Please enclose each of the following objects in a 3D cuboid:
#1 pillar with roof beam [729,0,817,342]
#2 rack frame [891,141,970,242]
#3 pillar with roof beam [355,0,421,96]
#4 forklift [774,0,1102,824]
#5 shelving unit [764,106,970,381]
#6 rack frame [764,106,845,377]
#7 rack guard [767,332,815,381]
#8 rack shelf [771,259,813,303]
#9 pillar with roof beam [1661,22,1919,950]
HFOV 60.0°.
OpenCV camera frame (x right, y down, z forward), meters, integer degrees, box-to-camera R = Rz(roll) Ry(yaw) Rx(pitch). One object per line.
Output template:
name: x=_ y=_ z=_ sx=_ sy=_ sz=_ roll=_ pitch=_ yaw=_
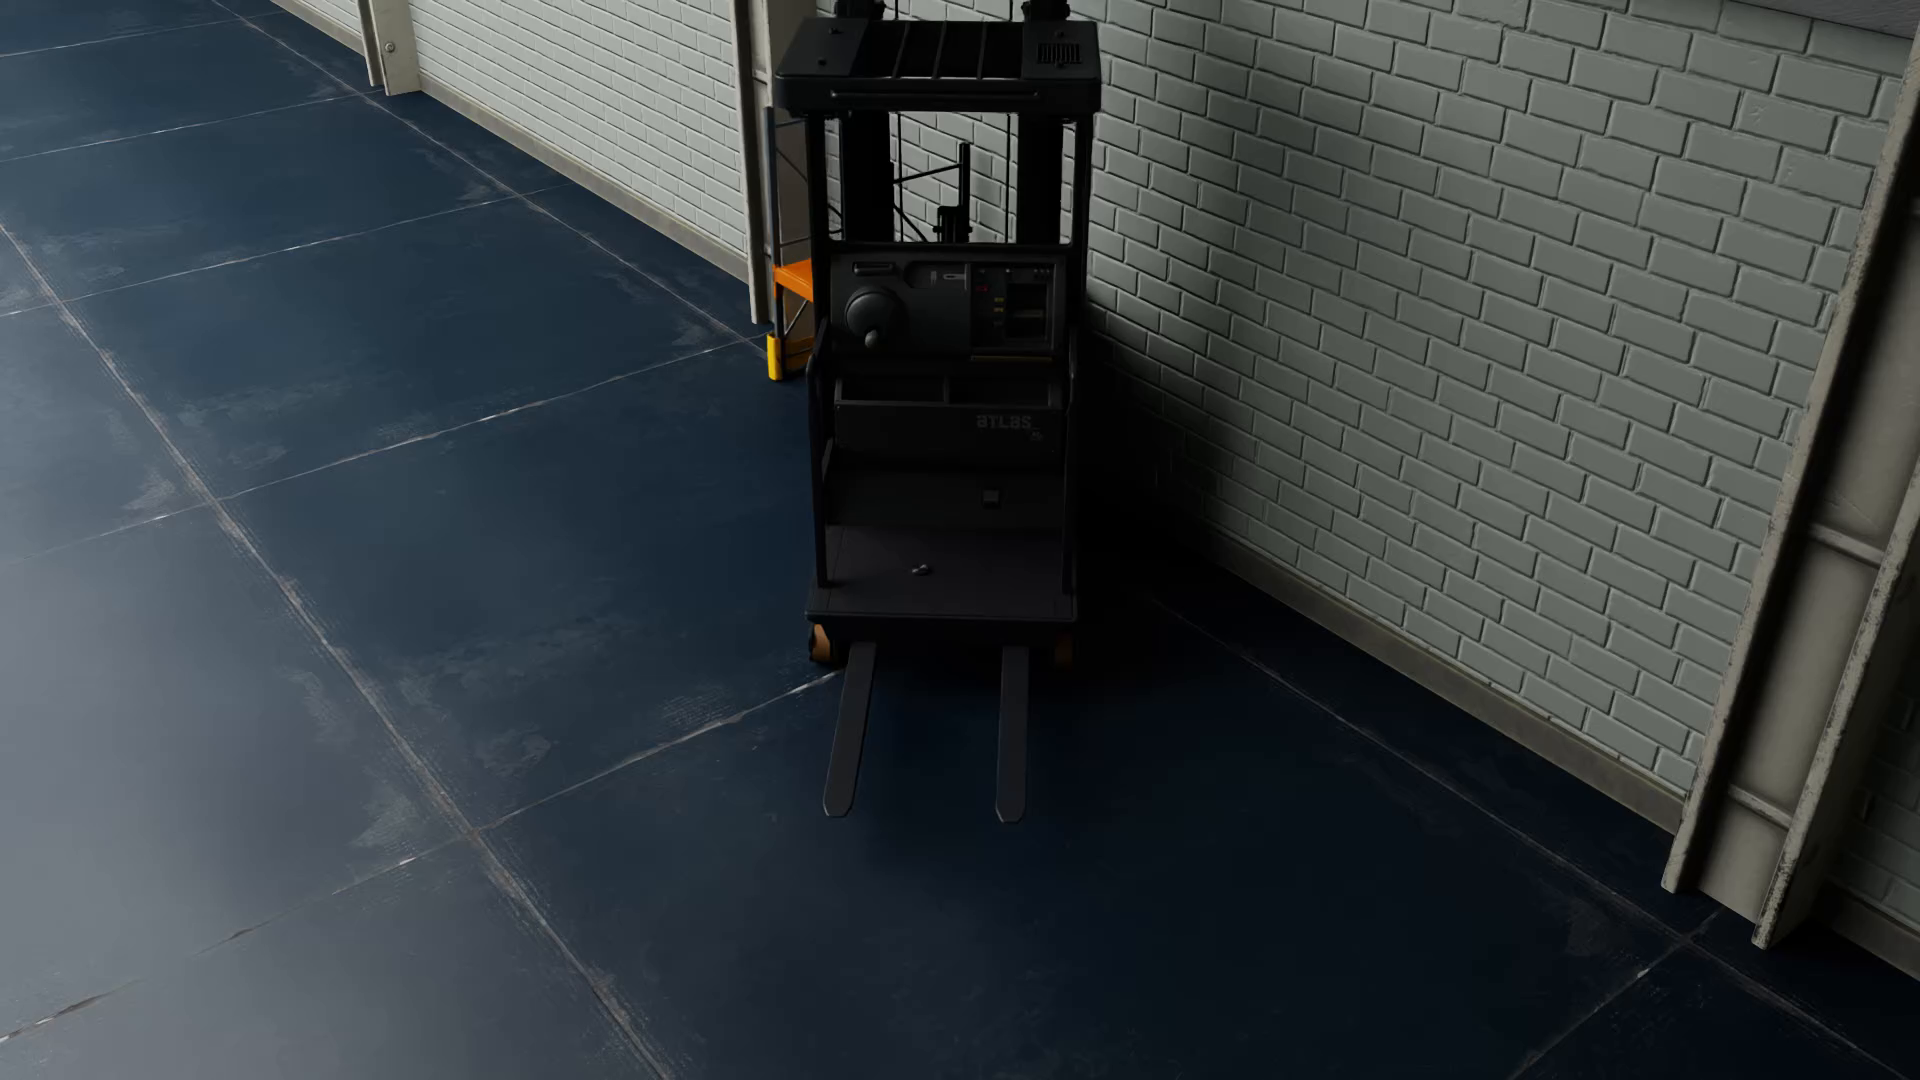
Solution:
pillar with roof beam: x=-4.393 y=-3.692 z=5.165 sx=9.100 sy=9.000 sz=0.400 roll=-22 pitch=38 yaw=-31
rack frame: x=-0.167 y=-1.196 z=8.246 sx=0.500 sy=1.500 sz=0.032 roll=-22 pitch=38 yaw=-32
pillar with roof beam: x=-8.072 y=-6.192 z=9.191 sx=9.100 sy=9.000 sz=0.400 roll=-22 pitch=38 yaw=-31
forklift: x=-0.054 y=-0.884 z=6.396 sx=1.130 sy=2.935 sz=3.031 roll=1 pitch=32 yaw=2
shelving unit: x=-0.488 y=-1.412 z=8.590 sx=0.587 sy=1.500 sz=1.083 roll=-22 pitch=38 yaw=-32
rack frame: x=-0.798 y=-1.620 z=8.921 sx=0.500 sy=1.500 sz=0.032 roll=-22 pitch=38 yaw=-32
rack guard: x=-0.805 y=-1.087 z=9.247 sx=0.587 sy=0.250 sz=0.087 roll=-22 pitch=38 yaw=-32
rack shelf: x=-0.485 y=-1.255 z=8.678 sx=0.538 sy=0.185 sz=1.000 roll=-22 pitch=38 yaw=-32
pillar with roof beam: x=-0.713 y=-1.191 z=1.139 sx=9.100 sy=9.000 sz=0.400 roll=-22 pitch=38 yaw=-31
